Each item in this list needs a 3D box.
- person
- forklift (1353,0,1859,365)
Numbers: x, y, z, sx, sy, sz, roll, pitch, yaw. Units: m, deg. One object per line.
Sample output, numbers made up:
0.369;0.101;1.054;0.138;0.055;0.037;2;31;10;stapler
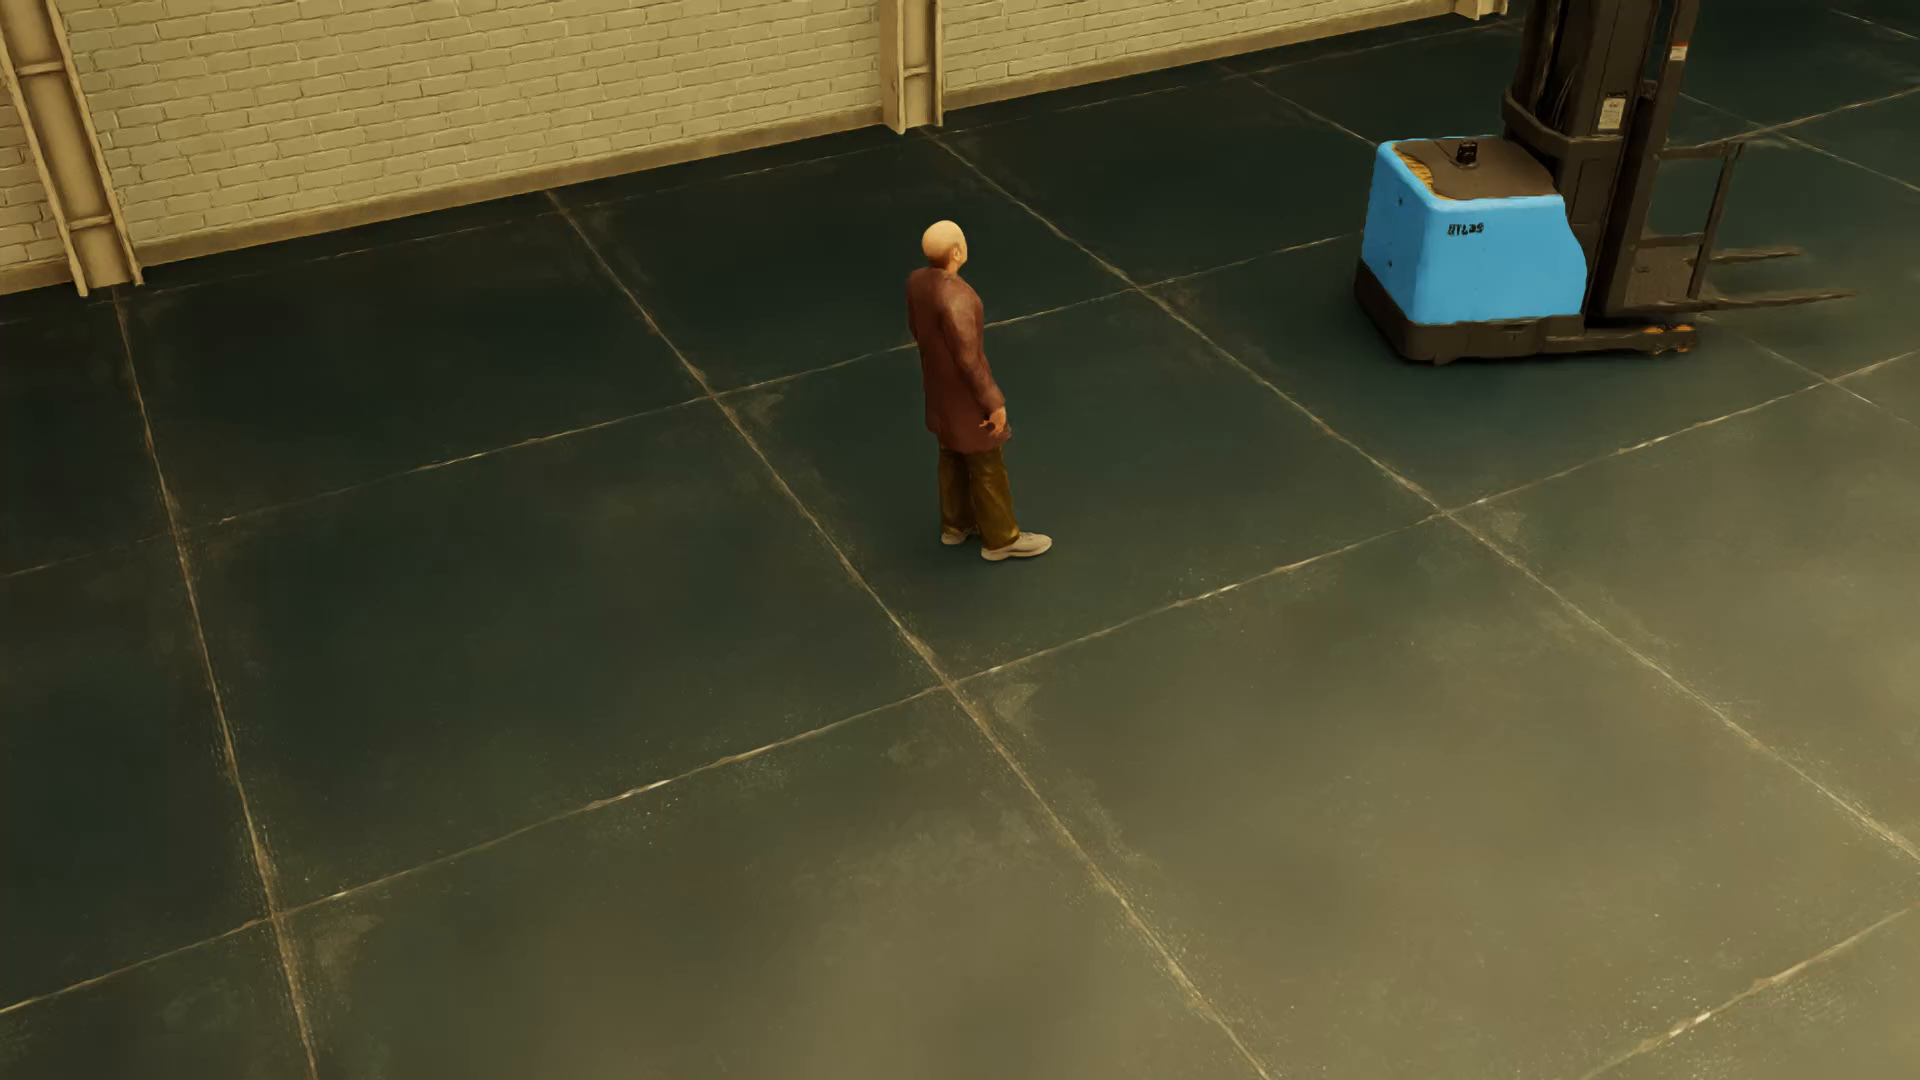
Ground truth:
0.083;-0.754;8.177;0.580;1.776;0.694;-17;39;-23;person
4.125;-2.643;9.862;3.031;2.935;1.130;-5;36;-7;forklift
